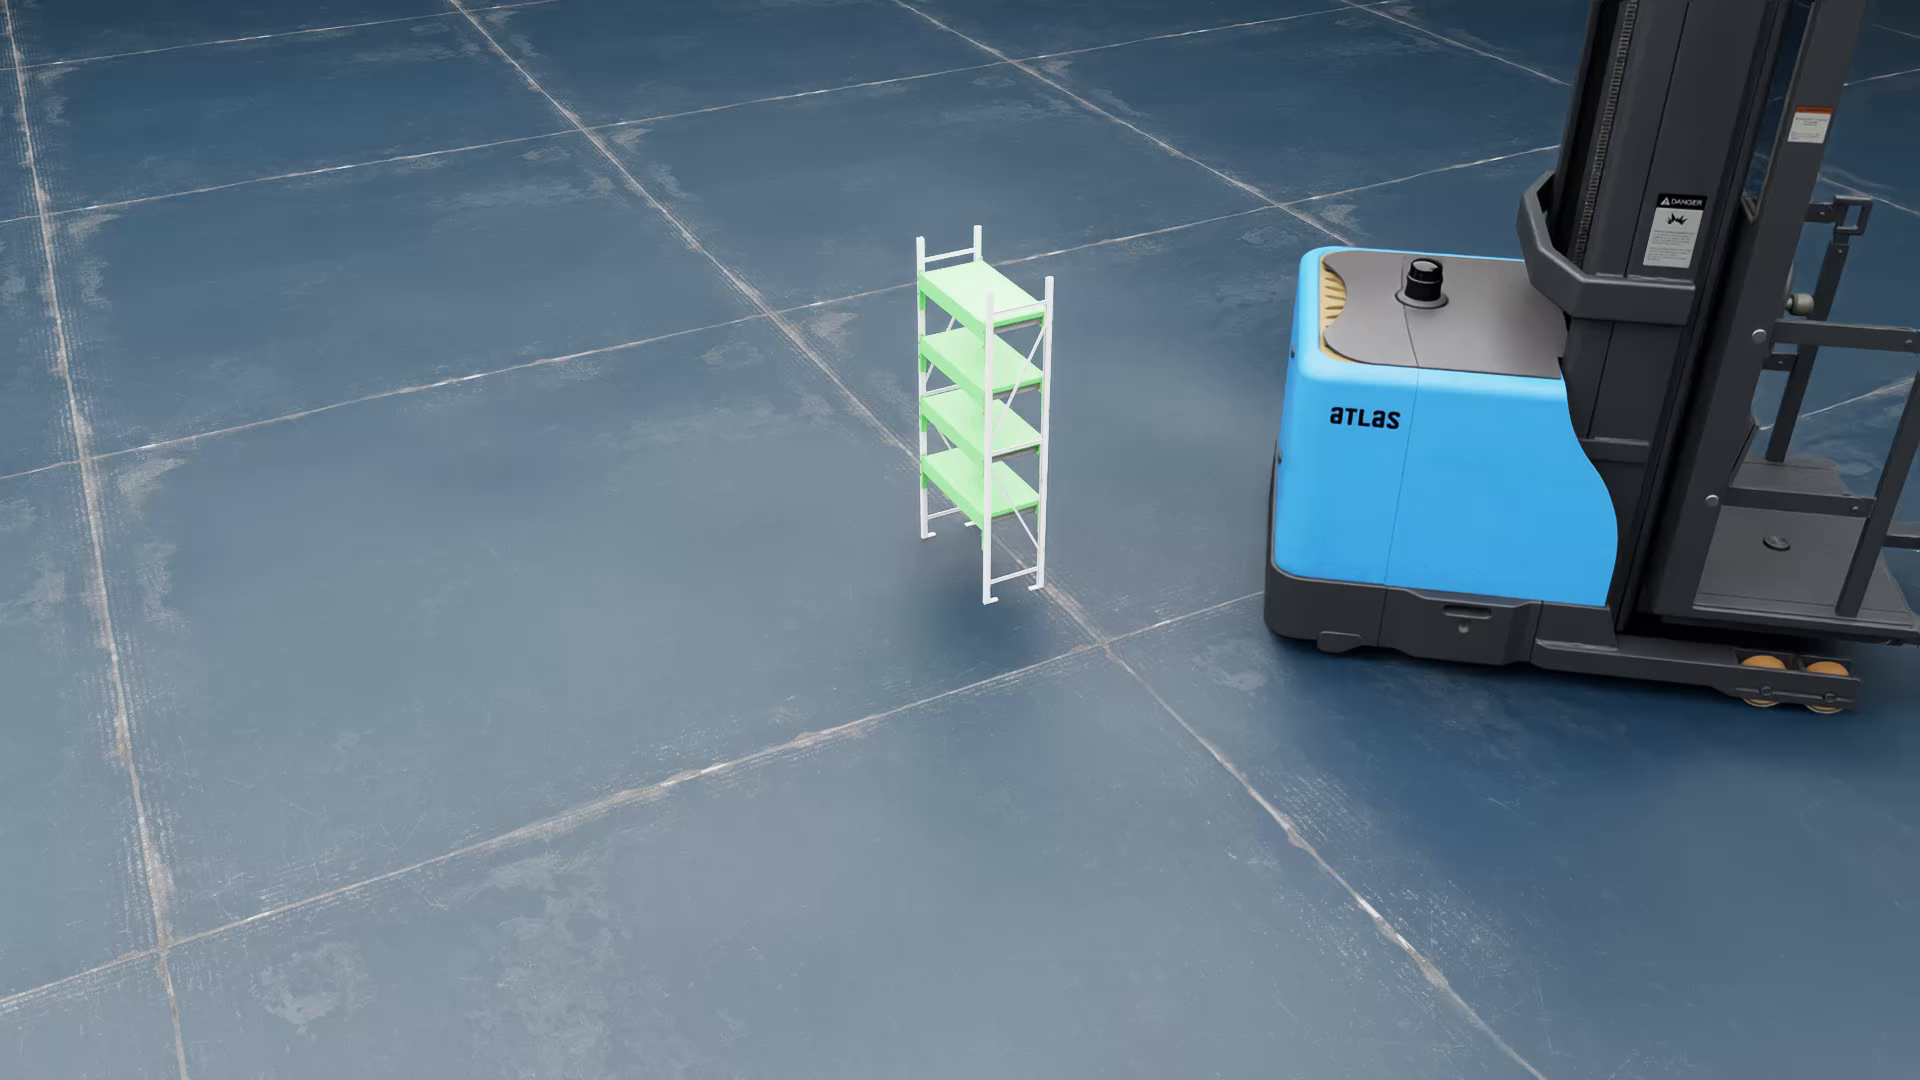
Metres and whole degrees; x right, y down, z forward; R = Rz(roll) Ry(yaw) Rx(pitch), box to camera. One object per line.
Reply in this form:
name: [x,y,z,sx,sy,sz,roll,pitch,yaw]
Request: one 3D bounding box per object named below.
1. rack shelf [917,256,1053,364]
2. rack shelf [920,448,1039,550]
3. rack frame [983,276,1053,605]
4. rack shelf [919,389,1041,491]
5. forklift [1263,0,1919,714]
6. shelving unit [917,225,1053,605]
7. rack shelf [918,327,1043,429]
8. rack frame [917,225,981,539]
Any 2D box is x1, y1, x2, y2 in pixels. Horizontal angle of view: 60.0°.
rack shelf: [0.077,-0.777,5.579,0.258,0.148,0.480,-16,36,-23]
rack shelf: [0.077,-0.170,5.967,0.258,0.148,0.480,-16,36,-23]
rack frame: [0.191,-0.310,5.621,0.240,1.200,0.015,-16,36,-23]
rack shelf: [0.077,-0.372,5.837,0.258,0.148,0.480,-16,36,-23]
forklift: [2.607,-0.985,5.071,3.031,2.935,1.130,6,33,9]
shelving unit: [0.077,-0.426,5.803,0.258,1.200,0.503,-16,36,-23]
rack shelf: [0.077,-0.574,5.708,0.258,0.148,0.480,-16,36,-23]
rack frame: [-0.037,-0.543,5.985,0.240,1.200,0.015,-16,36,-23]
